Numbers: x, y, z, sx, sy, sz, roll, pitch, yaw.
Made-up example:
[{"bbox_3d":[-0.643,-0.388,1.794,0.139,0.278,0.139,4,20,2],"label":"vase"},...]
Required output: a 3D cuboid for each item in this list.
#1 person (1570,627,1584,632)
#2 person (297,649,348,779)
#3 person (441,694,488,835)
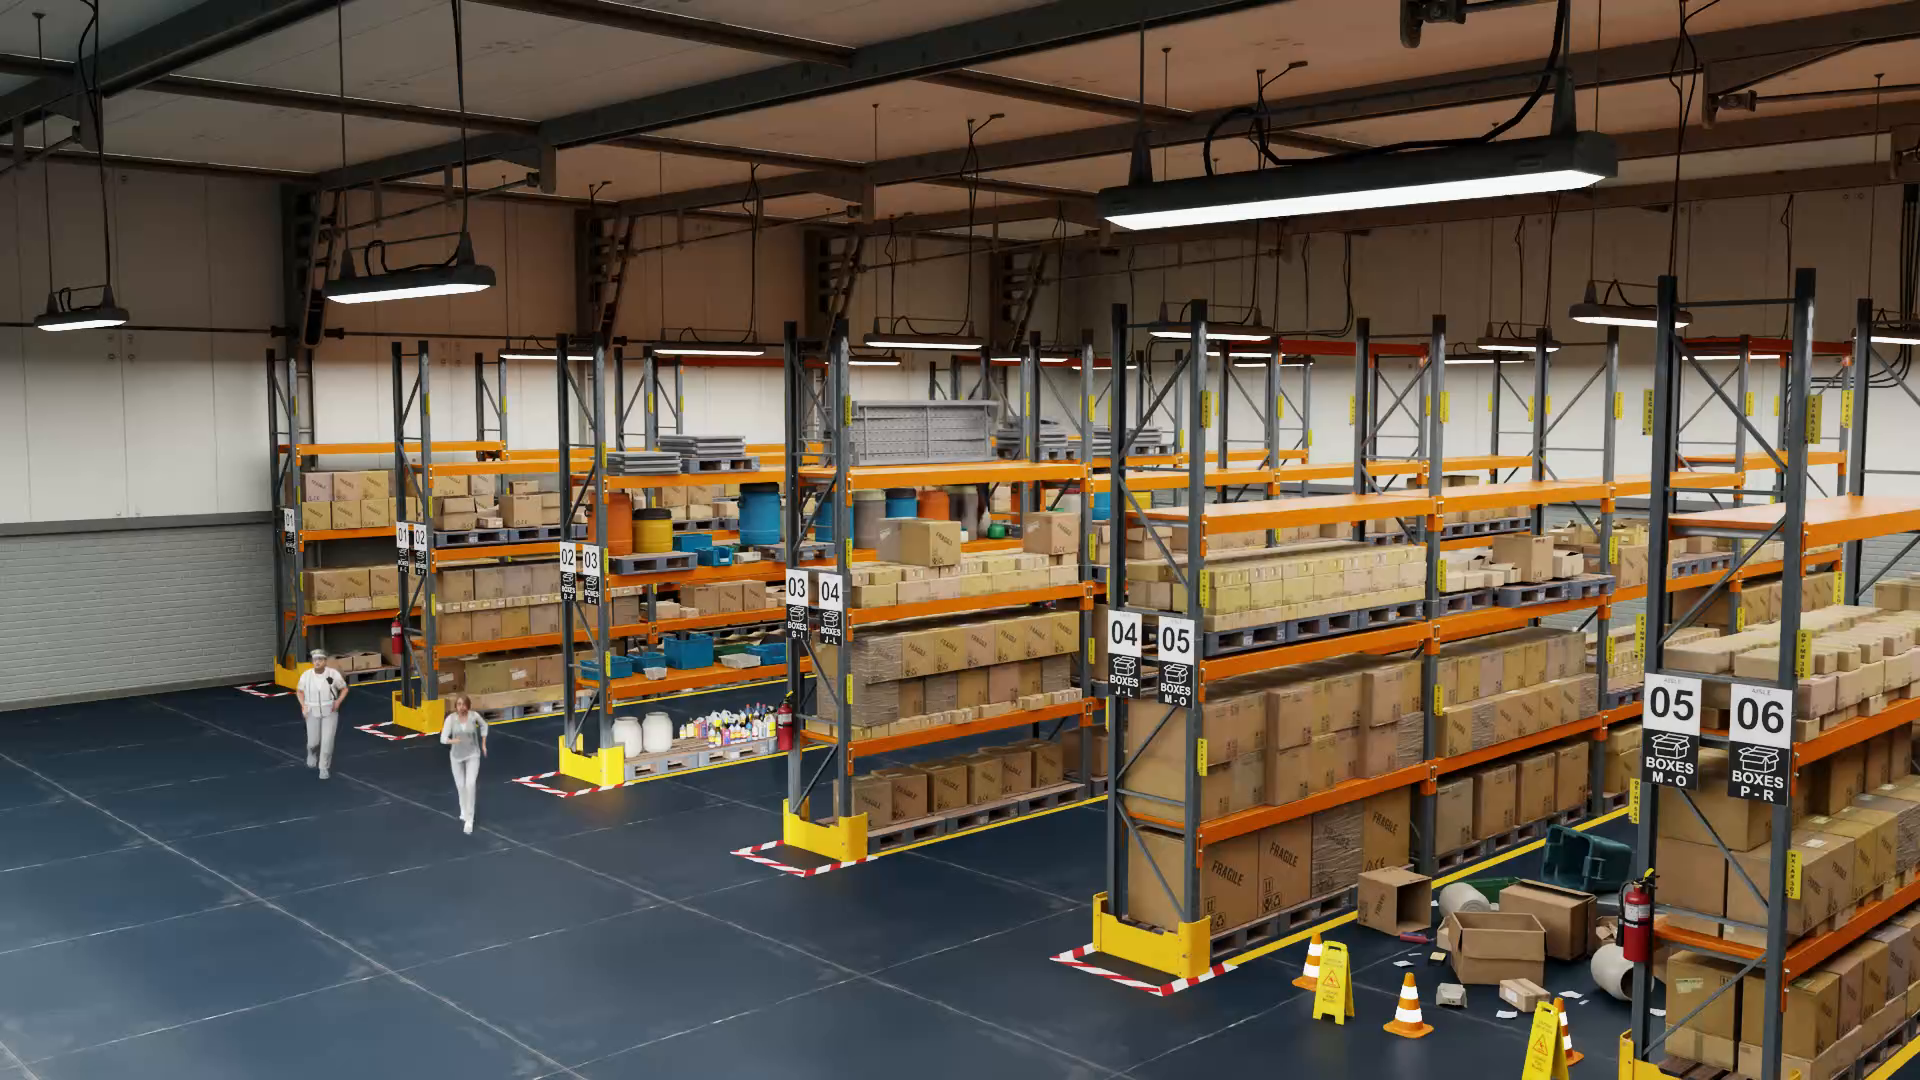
[{"bbox_3d":[9.149,2.153,24.730,0.617,1.725,0.703,-4,6,-38],"label":"person"},{"bbox_3d":[-8.677,2.344,22.652,0.655,1.760,0.652,-2,5,-18],"label":"person"},{"bbox_3d":[-5.919,2.641,19.875,0.507,1.642,0.806,-1,5,-9],"label":"person"}]
